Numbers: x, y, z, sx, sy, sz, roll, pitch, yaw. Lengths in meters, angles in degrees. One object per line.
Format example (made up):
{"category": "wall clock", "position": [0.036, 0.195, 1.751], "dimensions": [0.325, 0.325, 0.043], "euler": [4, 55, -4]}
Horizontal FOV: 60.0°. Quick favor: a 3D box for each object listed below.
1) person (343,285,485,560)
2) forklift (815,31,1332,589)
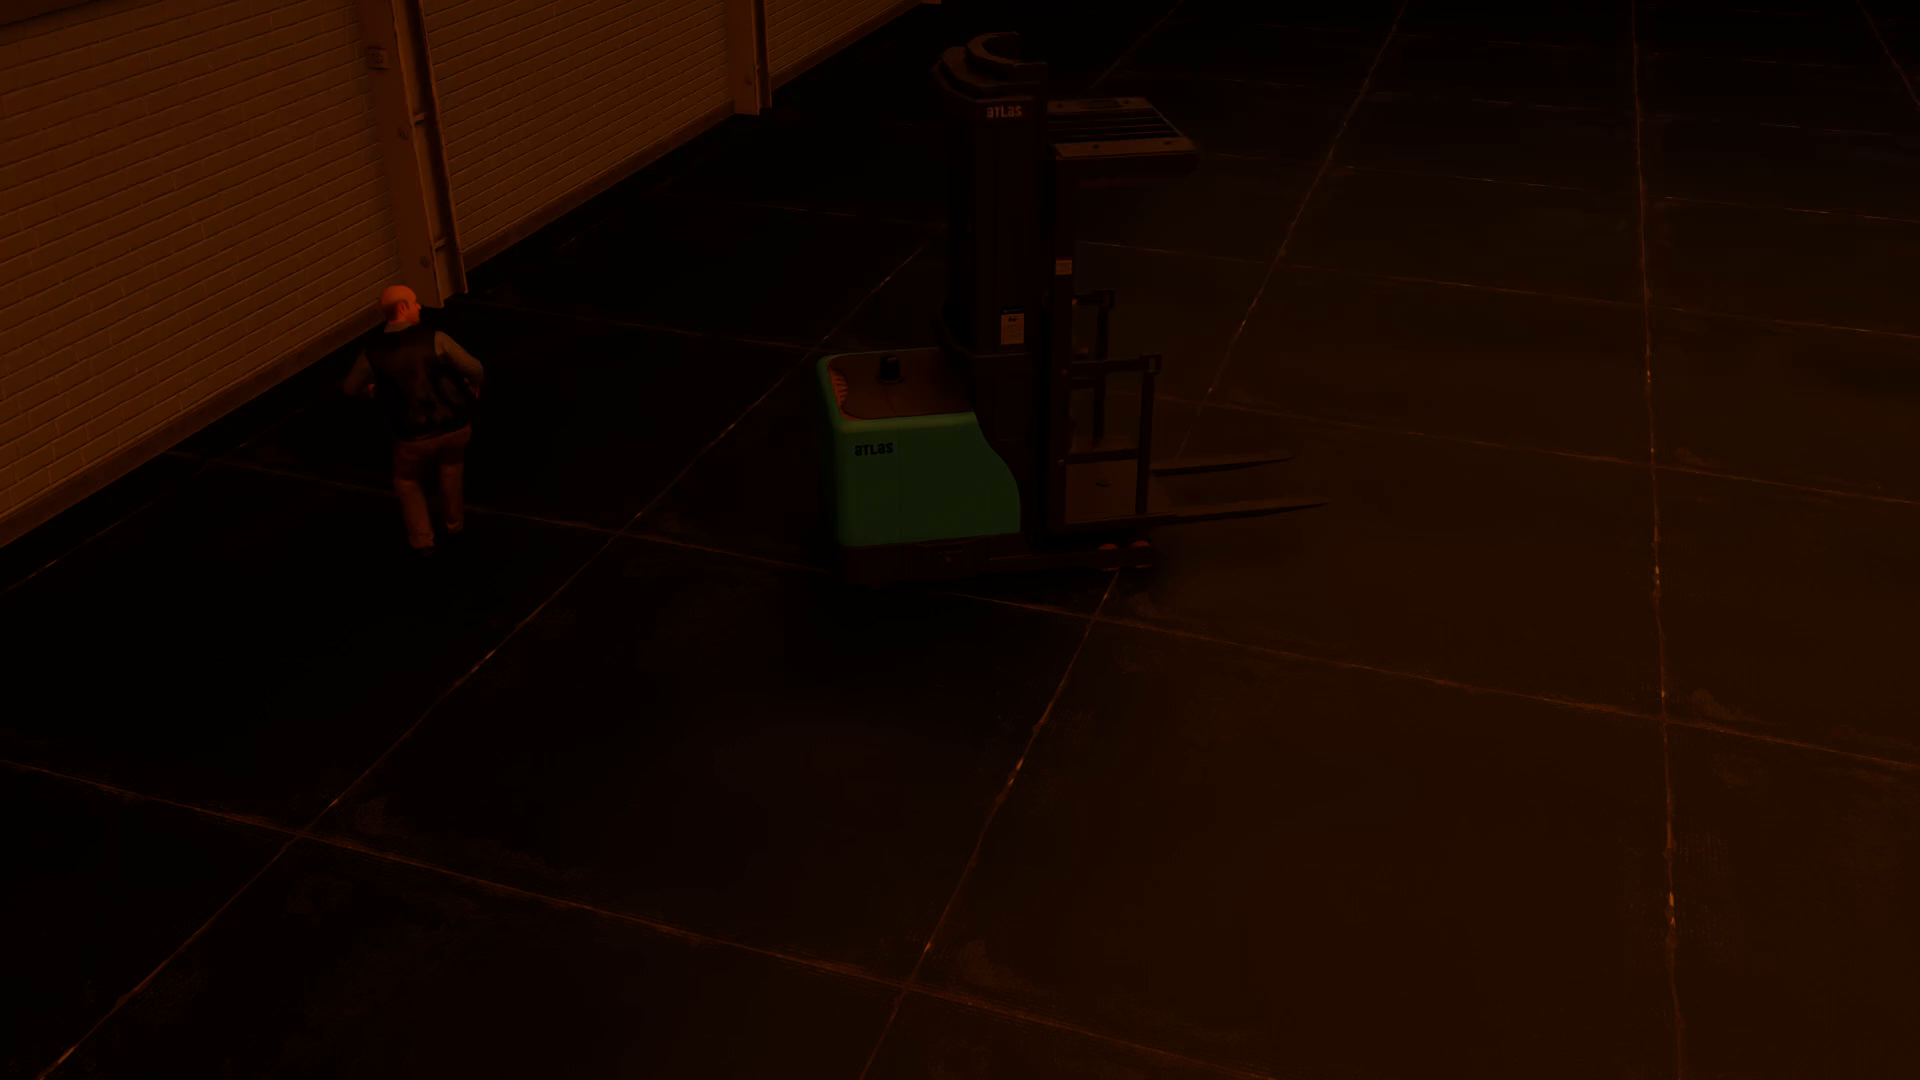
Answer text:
{"category": "person", "position": [-3.152, -0.710, 9.706], "dimensions": [0.770, 1.660, 0.694], "euler": [-13, 32, -21]}
{"category": "forklift", "position": [0.699, -1.336, 9.481], "dimensions": [3.031, 2.935, 1.130], "euler": [-5, 30, -9]}
